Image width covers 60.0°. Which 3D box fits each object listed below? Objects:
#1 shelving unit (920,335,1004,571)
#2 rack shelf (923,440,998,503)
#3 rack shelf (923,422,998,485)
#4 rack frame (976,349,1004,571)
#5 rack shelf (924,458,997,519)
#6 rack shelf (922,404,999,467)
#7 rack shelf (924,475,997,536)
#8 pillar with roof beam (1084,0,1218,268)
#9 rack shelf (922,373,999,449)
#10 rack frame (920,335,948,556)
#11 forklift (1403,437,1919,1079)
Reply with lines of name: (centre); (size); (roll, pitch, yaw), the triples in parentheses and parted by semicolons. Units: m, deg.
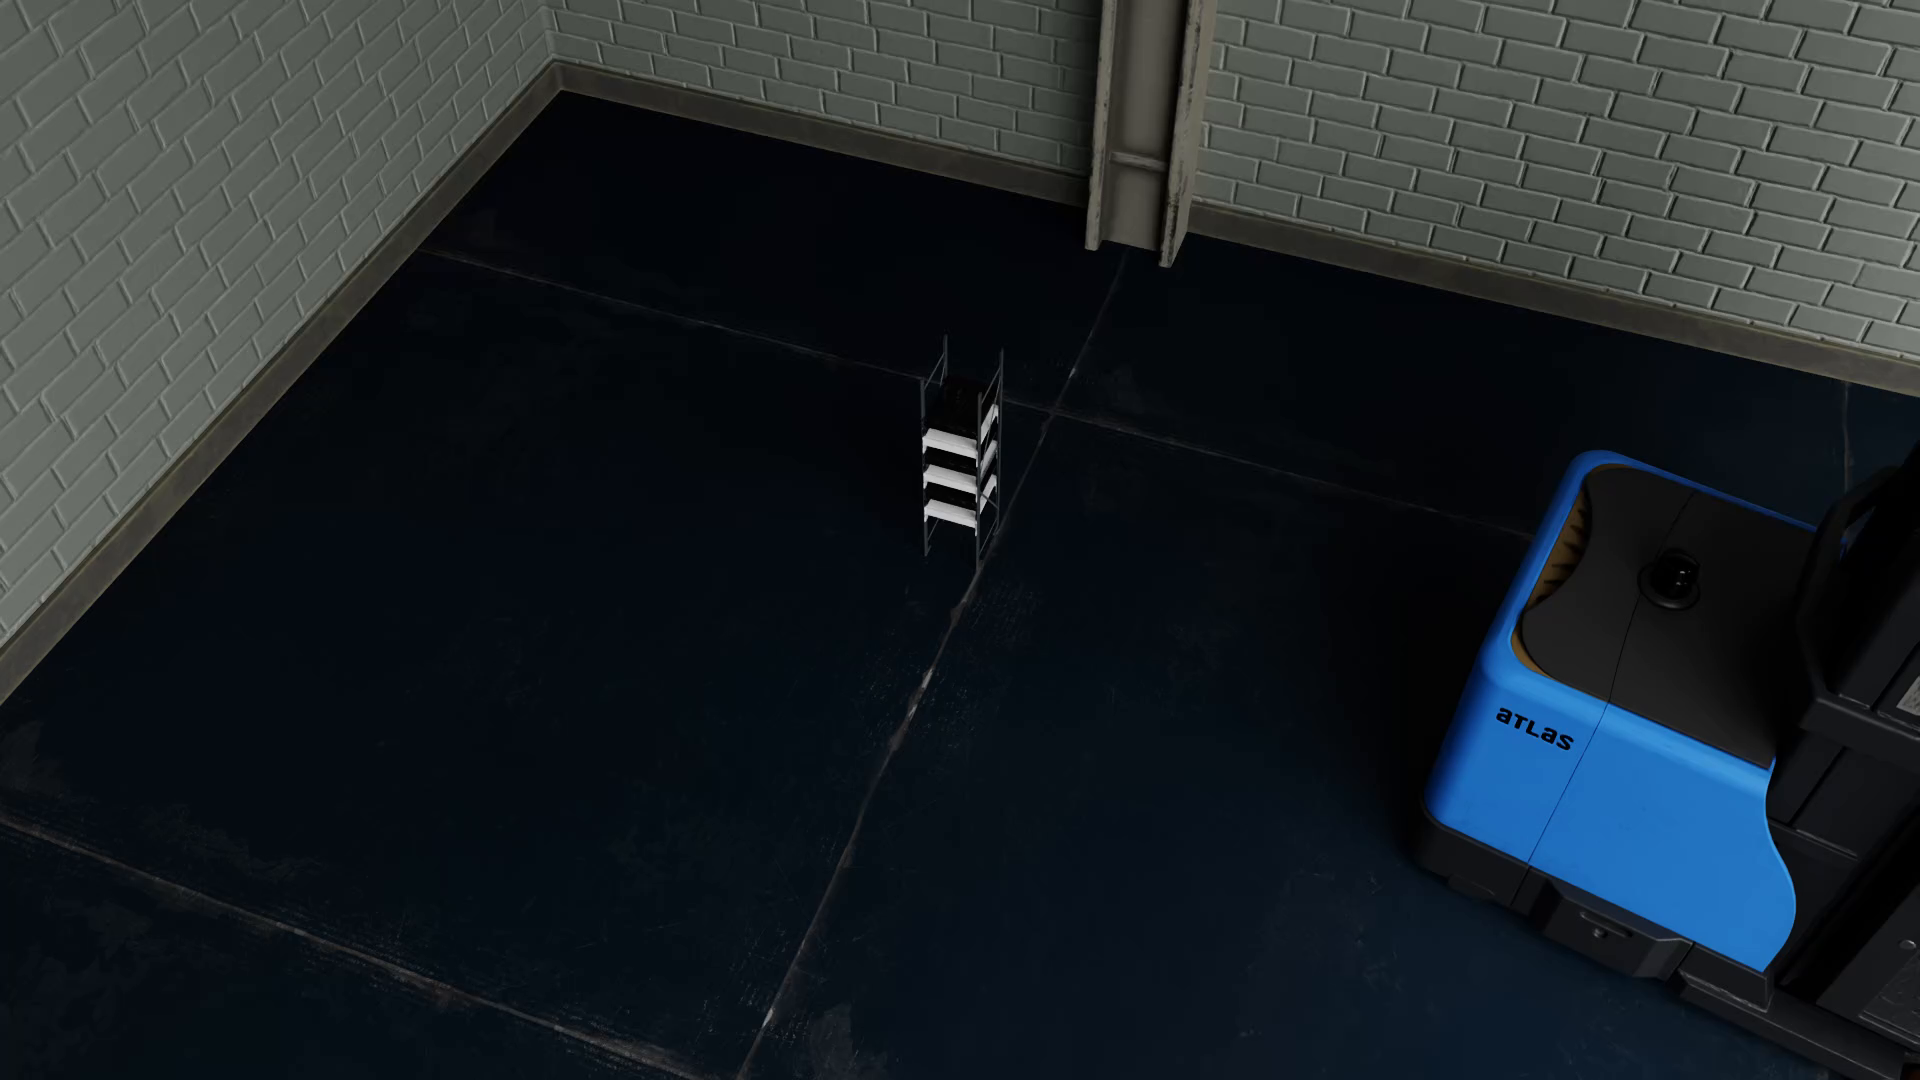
shelving unit: (0.008, -0.293, 5.908); (0.210, 0.900, 0.258); (16, 51, 13)
rack shelf: (0.008, -0.271, 5.933); (0.200, 0.077, 0.258); (16, 51, 13)
rack shelf: (0.008, -0.330, 5.865); (0.200, 0.077, 0.258); (16, 51, 13)
rack frame: (0.103, -0.266, 5.885); (0.006, 0.900, 0.240); (16, 51, 13)
rack shelf: (0.008, -0.212, 6.001); (0.200, 0.077, 0.258); (16, 51, 13)
rack shelf: (0.008, -0.389, 5.797); (0.200, 0.077, 0.258); (16, 51, 13)
rack shelf: (0.008, -0.153, 6.069); (0.200, 0.077, 0.258); (16, 51, 13)
pillar with roof beam: (-0.704, -1.247, 1.376); (0.400, 9.000, 9.100); (16, 51, 13)
rack shelf: (0.008, -0.448, 5.729); (0.200, 0.077, 0.258); (16, 51, 13)
rack frame: (-0.088, -0.319, 5.931); (0.006, 0.900, 0.240); (16, 51, 13)
forklift: (2.949, 0.327, 4.027); (3.031, 2.935, 1.130); (24, 53, 20)
